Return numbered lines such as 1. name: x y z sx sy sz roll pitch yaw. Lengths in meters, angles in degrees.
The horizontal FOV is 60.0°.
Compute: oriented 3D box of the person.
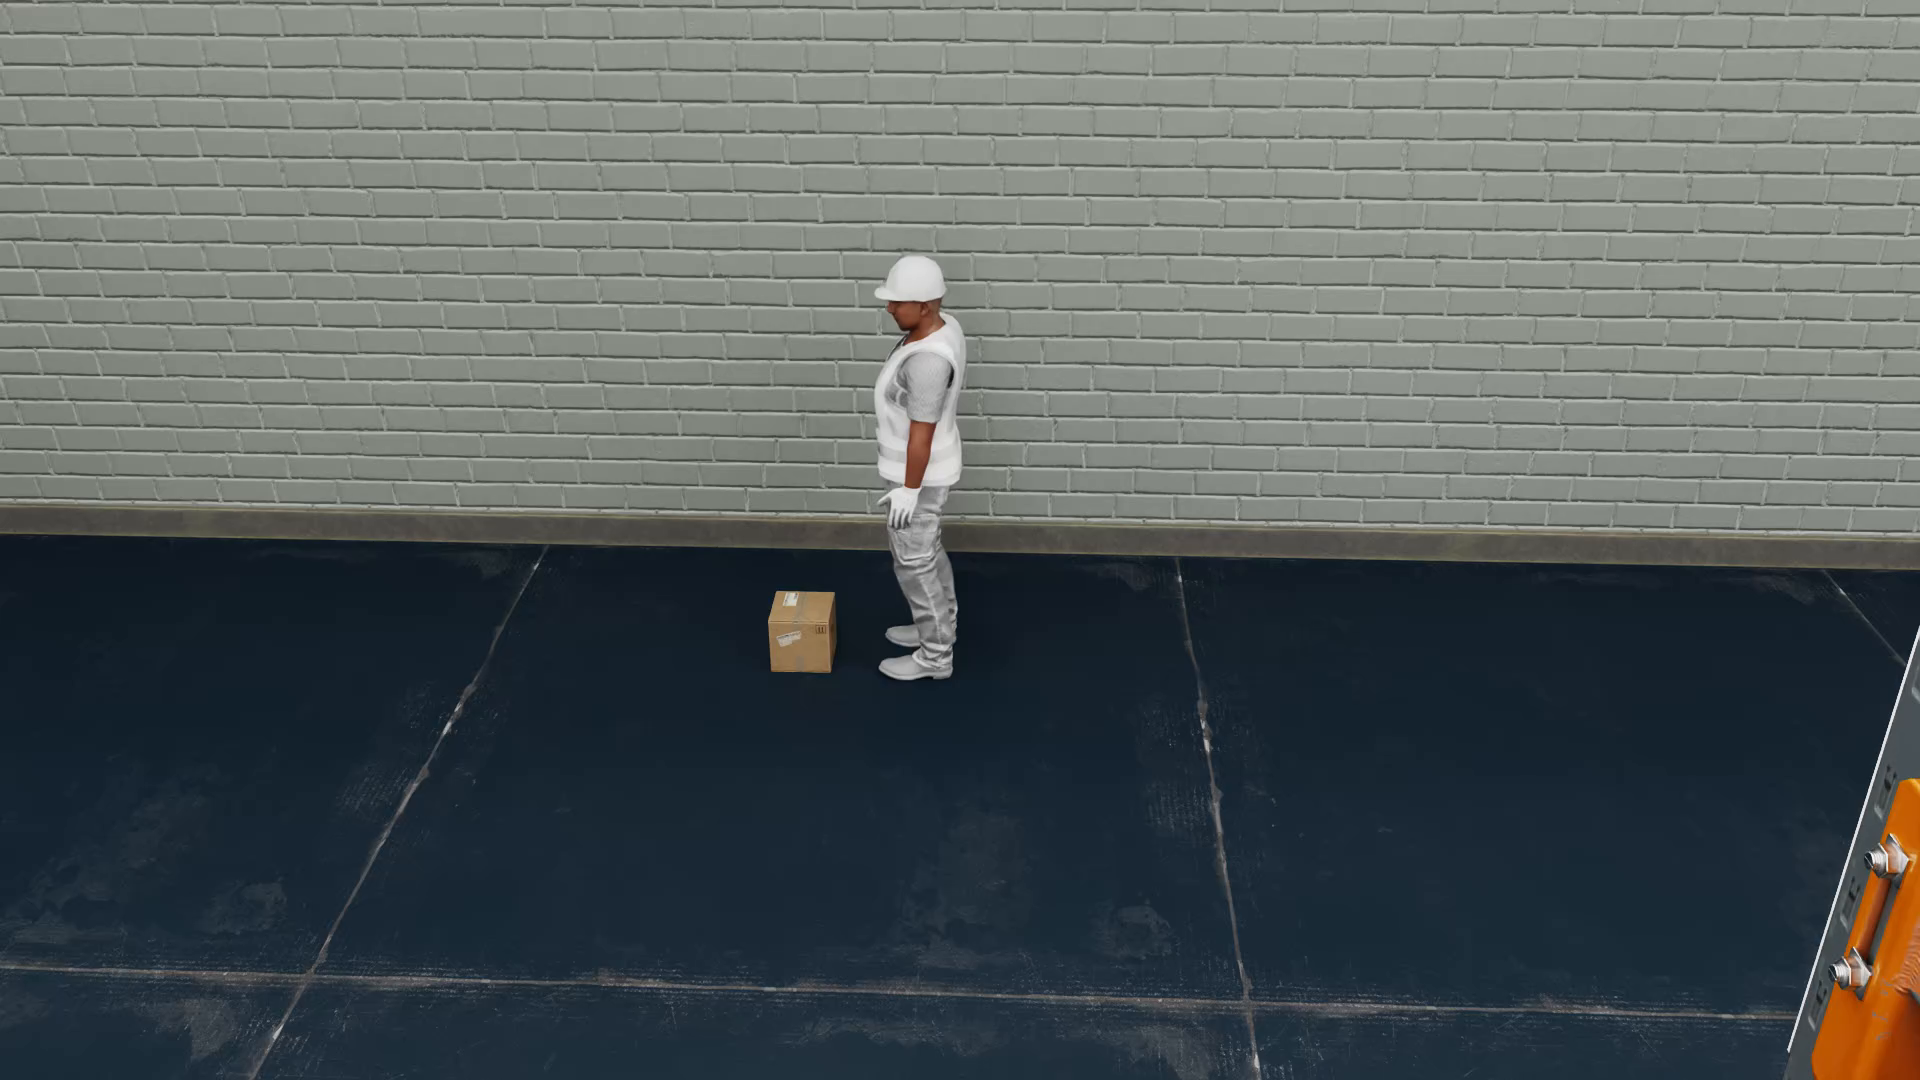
1. person: -0.157 -0.275 6.627 0.354 1.777 0.548 2 28 3
